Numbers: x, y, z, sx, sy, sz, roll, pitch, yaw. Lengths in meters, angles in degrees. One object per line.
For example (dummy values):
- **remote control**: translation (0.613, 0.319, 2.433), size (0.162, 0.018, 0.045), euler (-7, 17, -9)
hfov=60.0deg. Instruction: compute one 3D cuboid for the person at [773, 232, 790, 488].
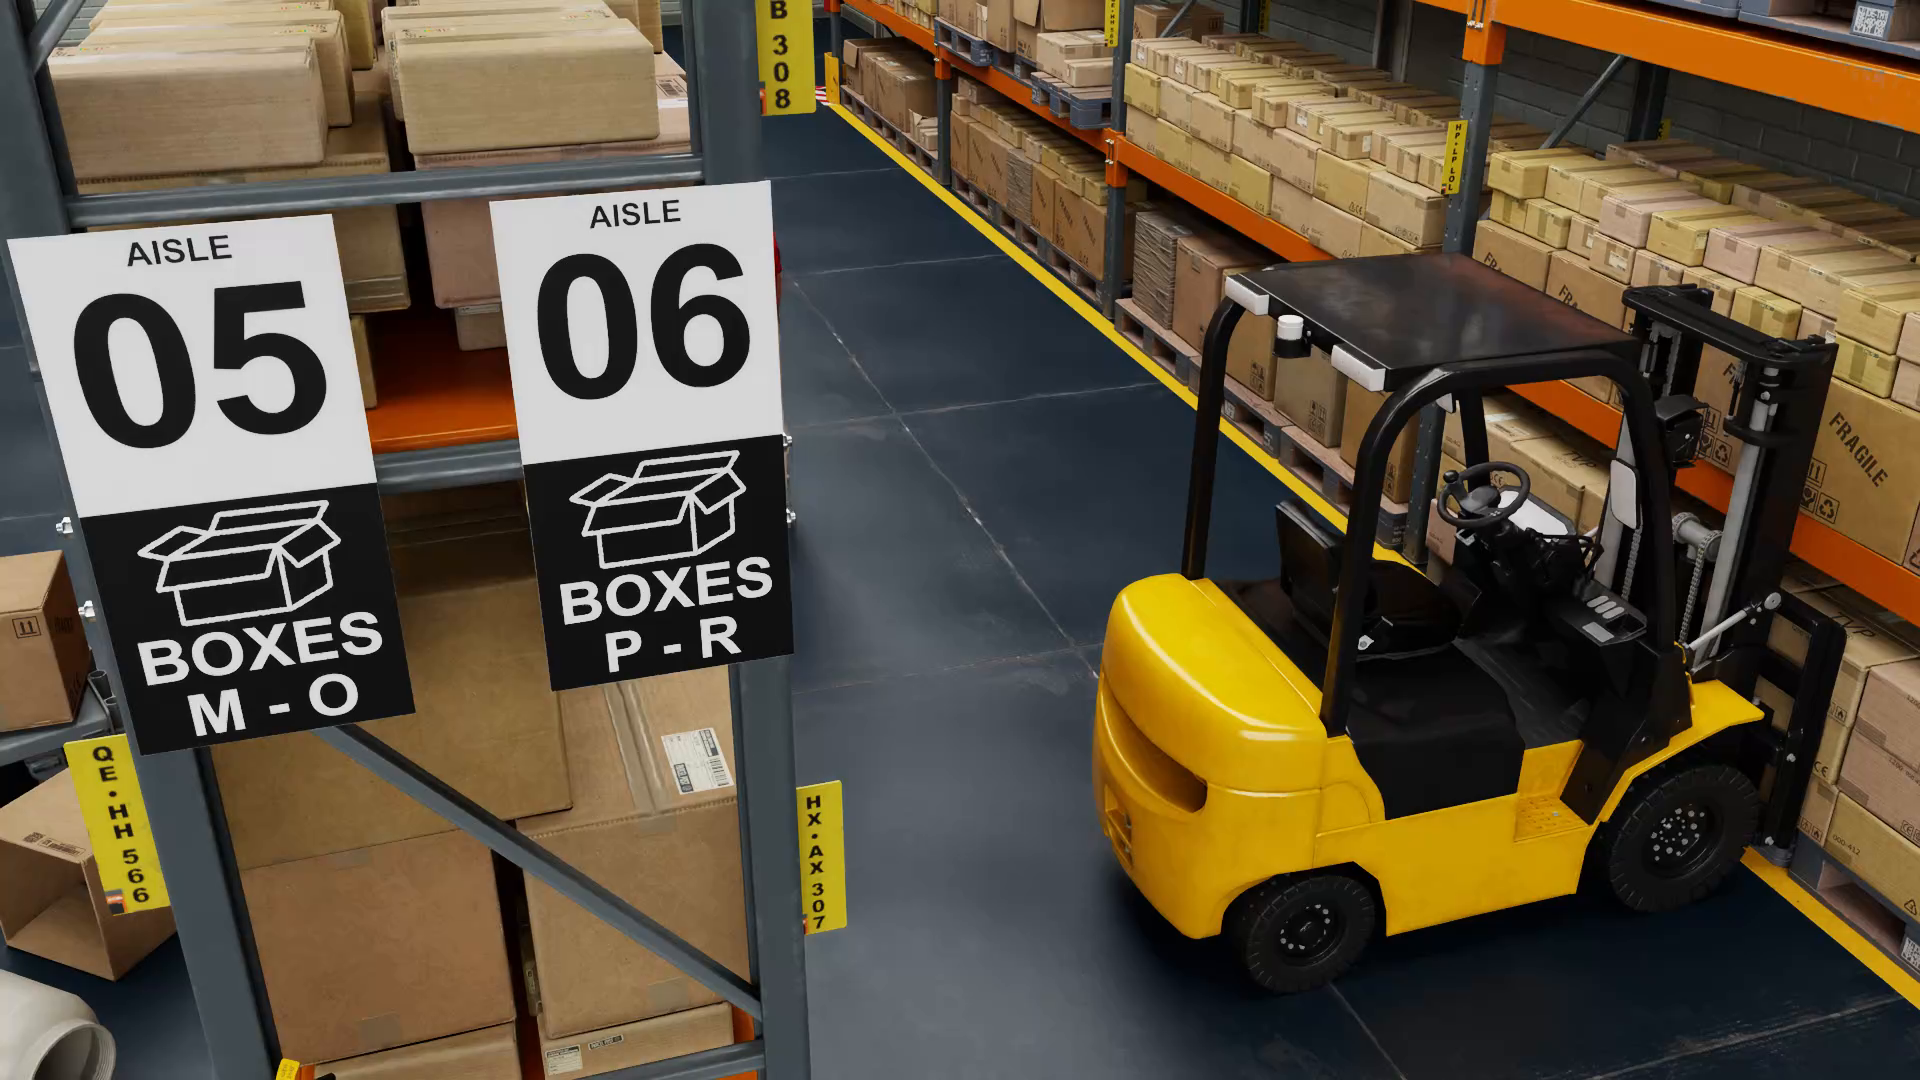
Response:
- **person**: translation (-1.192, -1.116, 8.896), size (0.536, 1.674, 1.071), euler (-7, 27, -14)
